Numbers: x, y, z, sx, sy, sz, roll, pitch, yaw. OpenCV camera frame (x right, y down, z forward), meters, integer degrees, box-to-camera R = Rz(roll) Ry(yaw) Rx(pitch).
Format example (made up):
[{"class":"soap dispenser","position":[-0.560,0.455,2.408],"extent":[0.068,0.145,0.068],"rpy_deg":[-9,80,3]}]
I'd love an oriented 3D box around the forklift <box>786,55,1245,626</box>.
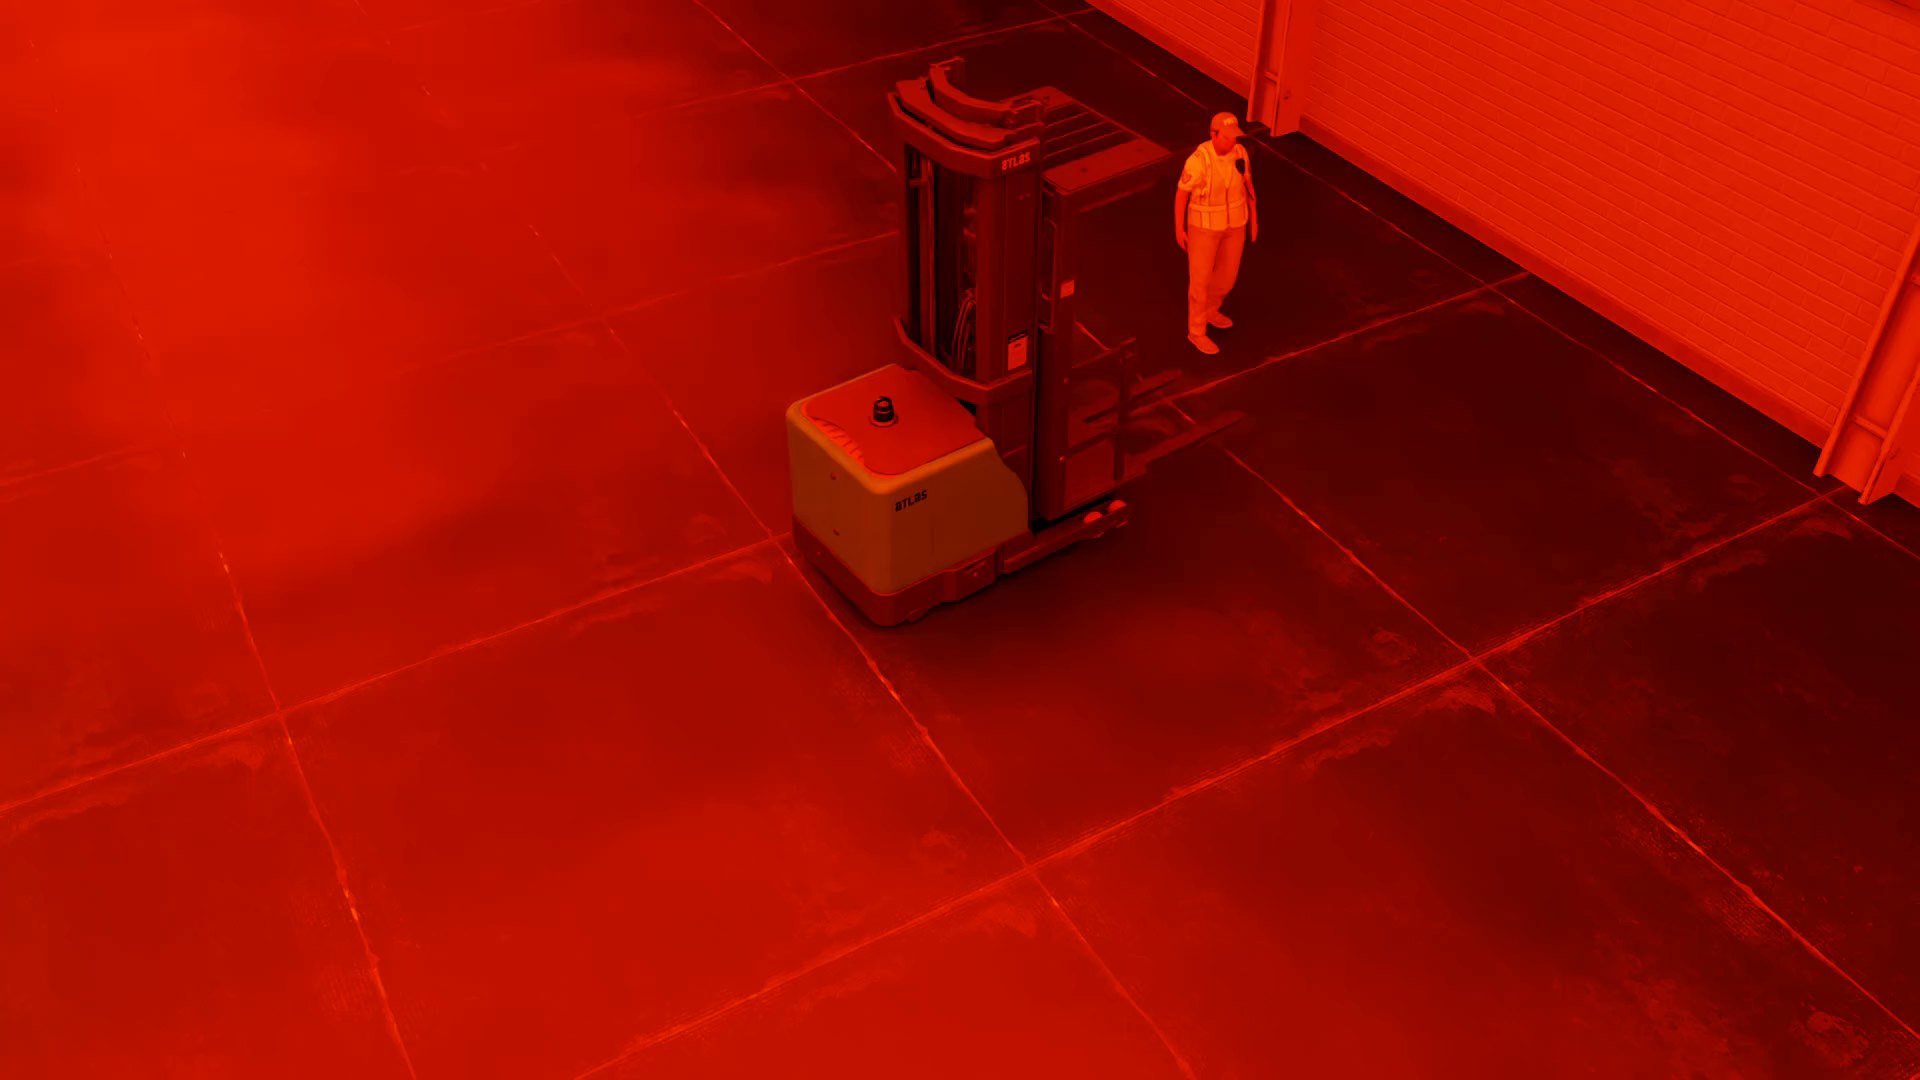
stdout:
[{"class":"forklift","position":[0.467,-1.386,9.707],"extent":[3.031,2.935,1.130],"rpy_deg":[-25,46,-27]}]

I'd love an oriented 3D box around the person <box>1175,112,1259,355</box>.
[{"class":"person","position":[1.826,-2.150,11.650],"extent":[0.603,1.659,0.605],"rpy_deg":[-12,41,-14]}]
